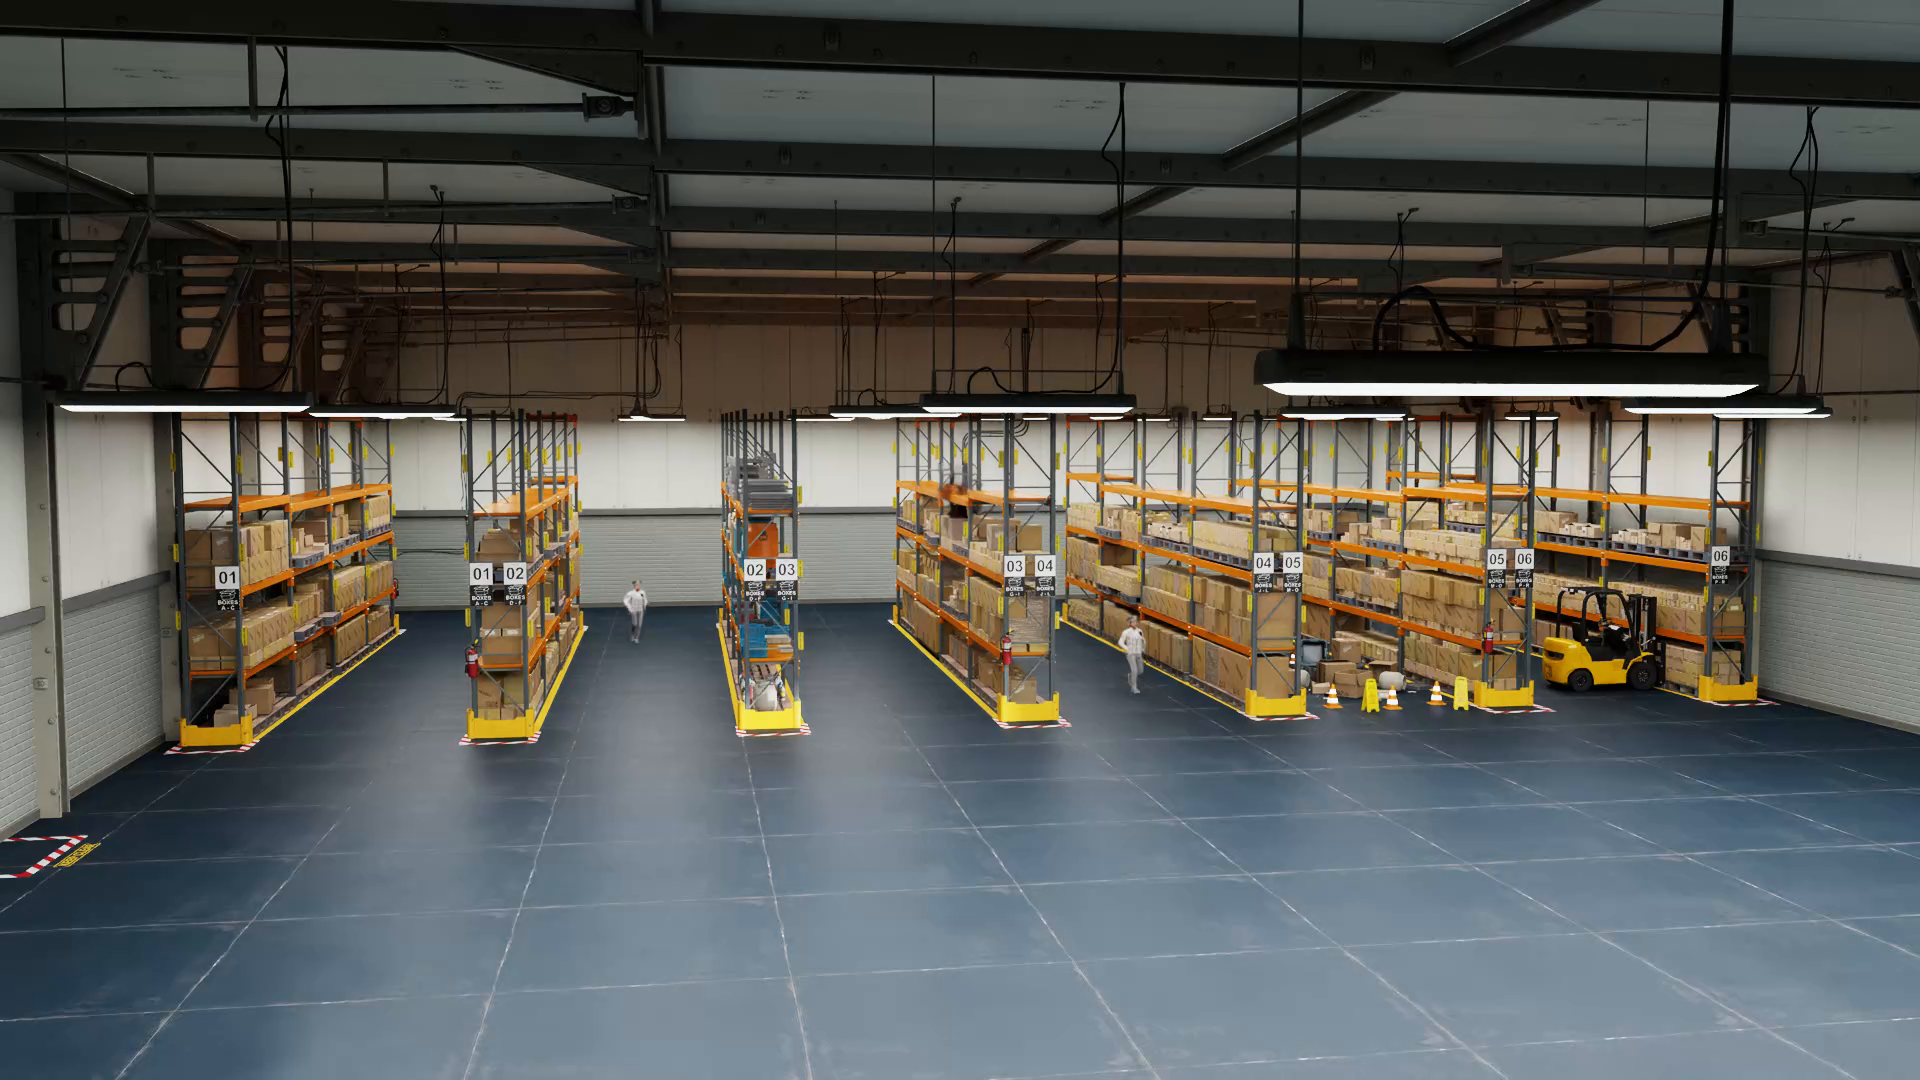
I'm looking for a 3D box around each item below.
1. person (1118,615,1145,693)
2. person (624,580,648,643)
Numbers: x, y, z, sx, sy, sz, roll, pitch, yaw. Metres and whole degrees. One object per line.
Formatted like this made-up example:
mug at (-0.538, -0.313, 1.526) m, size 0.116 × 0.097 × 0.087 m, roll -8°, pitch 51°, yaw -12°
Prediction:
person at (3.692, 2.421, 35.493) m, size 0.616 × 1.649 × 0.569 m, roll -2°, pitch 4°, yaw -21°
person at (-8.397, 1.871, 43.278) m, size 0.588 × 1.641 × 0.584 m, roll -2°, pitch 4°, yaw -26°
